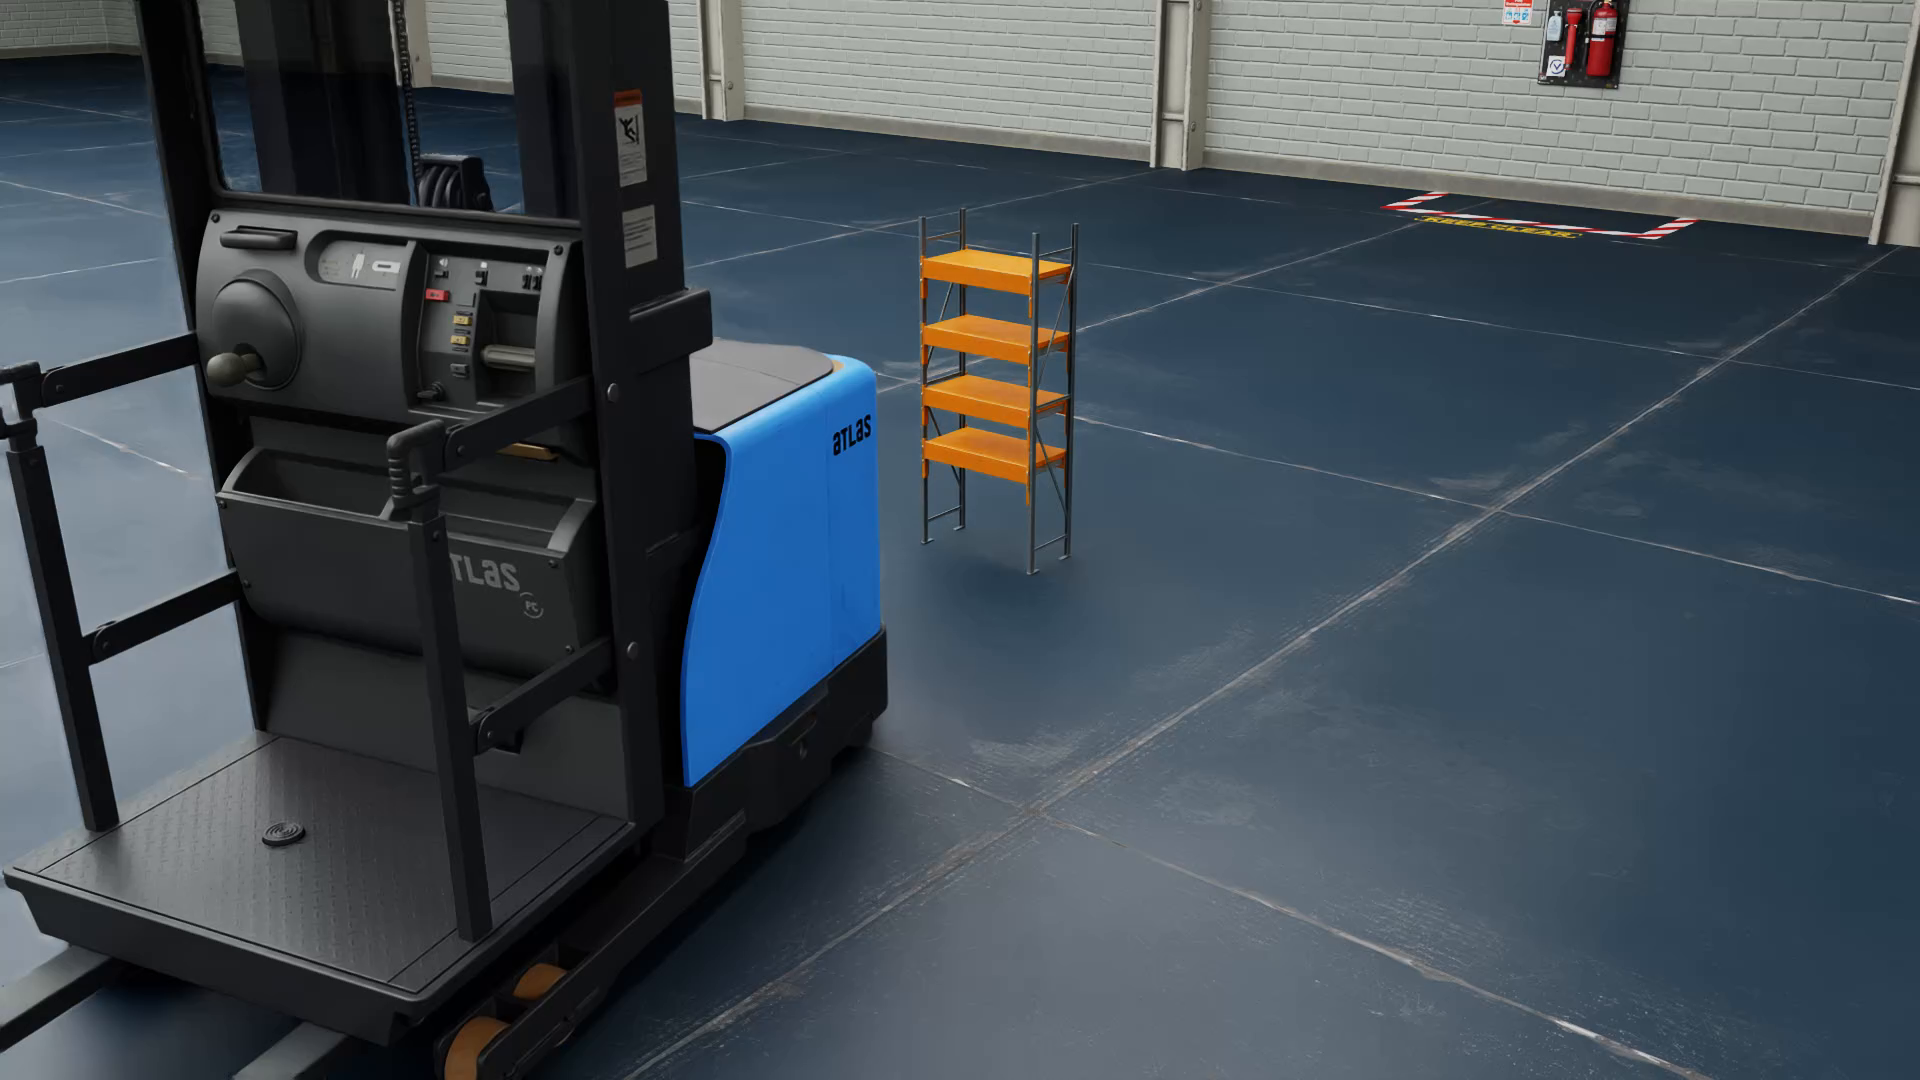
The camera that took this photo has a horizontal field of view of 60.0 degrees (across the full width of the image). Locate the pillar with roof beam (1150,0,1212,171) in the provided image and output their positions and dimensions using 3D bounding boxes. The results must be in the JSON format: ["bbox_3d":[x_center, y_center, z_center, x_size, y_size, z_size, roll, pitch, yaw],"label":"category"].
[{"bbox_3d":[-0.736,-6.453,10.527,0.400,9.000,9.100,16,26,36],"label":"pillar with roof beam"}]

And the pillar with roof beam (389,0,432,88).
[{"bbox_3d":[-10.033,-9.130,17.626,0.400,9.000,9.100,16,26,36],"label":"pillar with roof beam"}]

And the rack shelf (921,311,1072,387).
[{"bbox_3d":[0.128,-0.671,5.803,0.480,0.148,0.258,16,26,36],"label":"rack shelf"}]

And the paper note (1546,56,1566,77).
[{"bbox_3d":[4.650,-3.692,12.956,0.142,0.148,0.016,16,26,36],"label":"paper note"}]

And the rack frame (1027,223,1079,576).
[{"bbox_3d":[0.317,-0.470,5.714,0.015,1.200,0.240,16,26,36],"label":"rack frame"}]

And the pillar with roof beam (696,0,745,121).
[{"bbox_3d":[-5.385,-7.792,14.076,0.400,9.000,9.100,16,26,36],"label":"pillar with roof beam"}]

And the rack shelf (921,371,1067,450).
[{"bbox_3d":[0.128,-0.462,5.882,0.480,0.148,0.258,16,26,36],"label":"rack shelf"}]

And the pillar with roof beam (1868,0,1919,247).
[{"bbox_3d":[3.912,-5.114,6.977,0.400,9.000,9.100,16,26,36],"label":"pillar with roof beam"}]

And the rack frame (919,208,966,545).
[{"bbox_3d":[-0.061,-0.579,6.003,0.015,1.200,0.240,16,26,36],"label":"rack frame"}]

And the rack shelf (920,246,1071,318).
[{"bbox_3d":[0.128,-0.892,5.720,0.480,0.148,0.258,16,26,36],"label":"rack shelf"}]

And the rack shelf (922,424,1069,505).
[{"bbox_3d":[0.128,-0.276,5.952,0.480,0.148,0.258,16,26,36],"label":"rack shelf"}]

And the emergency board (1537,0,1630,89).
[{"bbox_3d":[4.744,-4.046,12.646,0.643,1.169,0.194,16,26,36],"label":"emergency board"}]

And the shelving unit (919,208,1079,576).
[{"bbox_3d":[0.128,-0.524,5.859,0.503,1.200,0.258,16,26,36],"label":"shelving unit"}]

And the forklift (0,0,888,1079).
[{"bbox_3d":[-1.265,-0.442,3.186,1.130,2.935,3.031,9,22,22],"label":"forklift"}]

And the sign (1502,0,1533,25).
[{"bbox_3d":[4.381,-4.214,13.041,0.234,0.329,0.001,16,26,36],"label":"sign"}]
